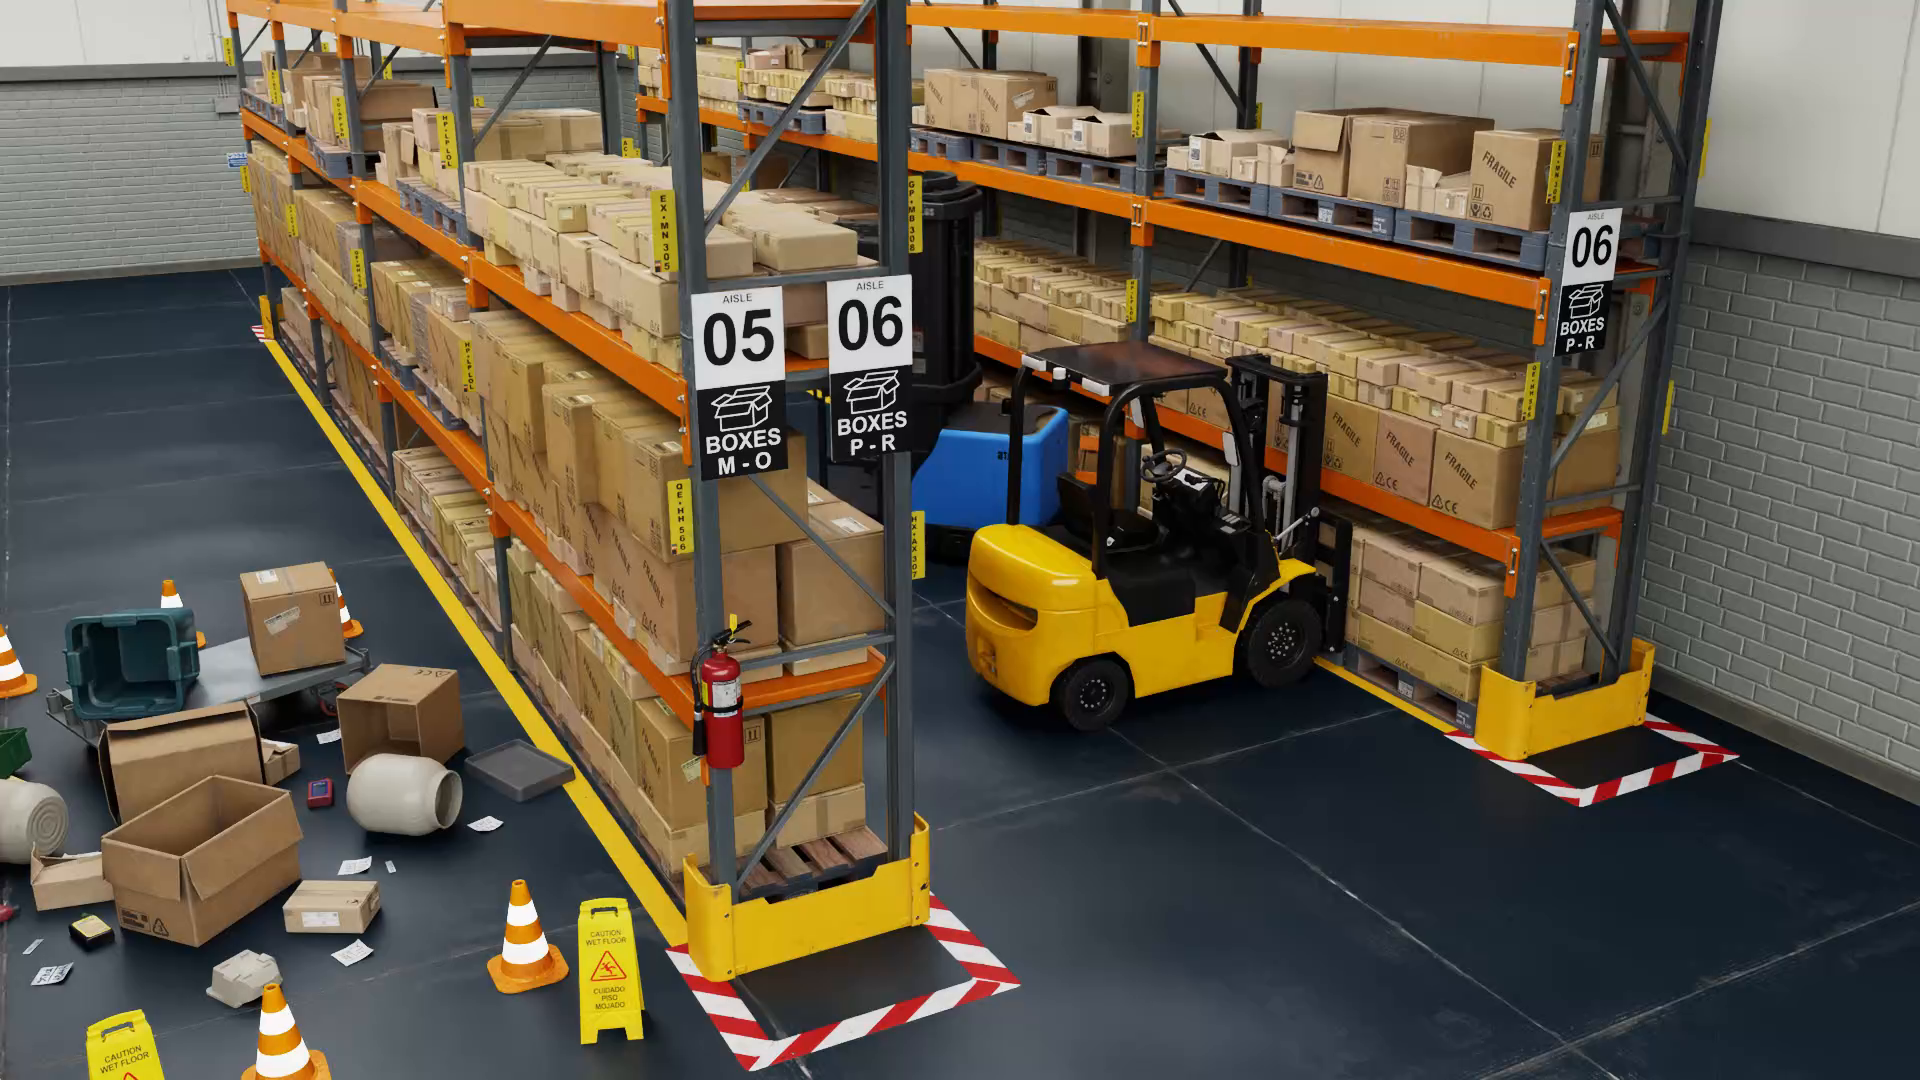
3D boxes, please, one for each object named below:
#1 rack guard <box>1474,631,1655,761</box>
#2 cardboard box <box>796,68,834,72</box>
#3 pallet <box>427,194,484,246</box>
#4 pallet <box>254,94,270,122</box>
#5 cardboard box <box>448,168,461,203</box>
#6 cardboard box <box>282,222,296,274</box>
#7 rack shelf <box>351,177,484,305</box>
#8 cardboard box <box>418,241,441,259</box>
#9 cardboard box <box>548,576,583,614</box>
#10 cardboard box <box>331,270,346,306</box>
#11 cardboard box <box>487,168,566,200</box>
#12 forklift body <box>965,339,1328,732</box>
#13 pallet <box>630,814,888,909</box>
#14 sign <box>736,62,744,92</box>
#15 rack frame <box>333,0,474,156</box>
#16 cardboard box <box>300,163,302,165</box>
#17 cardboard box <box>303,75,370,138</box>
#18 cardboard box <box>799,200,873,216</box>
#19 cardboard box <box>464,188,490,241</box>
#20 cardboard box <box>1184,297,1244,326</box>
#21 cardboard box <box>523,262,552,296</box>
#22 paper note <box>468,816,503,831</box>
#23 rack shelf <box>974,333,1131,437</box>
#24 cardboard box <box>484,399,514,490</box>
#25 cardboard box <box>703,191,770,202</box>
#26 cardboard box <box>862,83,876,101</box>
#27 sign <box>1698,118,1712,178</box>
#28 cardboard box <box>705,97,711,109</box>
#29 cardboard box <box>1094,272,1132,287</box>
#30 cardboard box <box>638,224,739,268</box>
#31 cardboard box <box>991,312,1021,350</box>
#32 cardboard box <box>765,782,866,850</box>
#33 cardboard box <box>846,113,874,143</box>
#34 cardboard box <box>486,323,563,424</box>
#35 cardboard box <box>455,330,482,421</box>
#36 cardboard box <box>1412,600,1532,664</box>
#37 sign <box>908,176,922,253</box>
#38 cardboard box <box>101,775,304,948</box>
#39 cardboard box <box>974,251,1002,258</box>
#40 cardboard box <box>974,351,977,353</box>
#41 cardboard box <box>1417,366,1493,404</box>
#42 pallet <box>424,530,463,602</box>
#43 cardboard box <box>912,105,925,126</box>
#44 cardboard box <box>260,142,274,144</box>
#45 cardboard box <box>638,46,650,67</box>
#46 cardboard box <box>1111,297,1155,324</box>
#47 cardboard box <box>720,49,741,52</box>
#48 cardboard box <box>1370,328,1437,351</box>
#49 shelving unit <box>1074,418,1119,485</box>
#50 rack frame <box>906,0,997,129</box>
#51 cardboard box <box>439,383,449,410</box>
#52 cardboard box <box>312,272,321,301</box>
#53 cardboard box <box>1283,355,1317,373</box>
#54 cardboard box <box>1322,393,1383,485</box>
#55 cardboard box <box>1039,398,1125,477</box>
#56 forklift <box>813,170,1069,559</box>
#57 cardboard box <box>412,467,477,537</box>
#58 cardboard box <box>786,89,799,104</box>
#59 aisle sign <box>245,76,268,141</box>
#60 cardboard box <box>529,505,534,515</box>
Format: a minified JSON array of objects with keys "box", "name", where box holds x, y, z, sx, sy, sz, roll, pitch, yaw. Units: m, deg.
[{"box":[3.692,0.938,10.148,1.175,0.500,0.348,-10,21,-27],"name":"rack guard"},{"box":[-1.631,-5.243,18.761,0.380,0.149,0.250,-10,21,-26],"name":"cardboard box"},{"box":[-2.785,-2.152,10.959,1.213,0.211,1.003,-10,21,-27],"name":"pallet"},{"box":[-7.339,-4.888,18.736,1.003,0.211,1.213,-10,21,-27],"name":"pallet"},{"box":[-2.990,-2.320,10.744,0.500,0.250,0.500,-10,22,-28],"name":"cardboard box"},{"box":[-7.079,-3.214,18.192,0.500,0.500,0.500,-11,22,-28],"name":"cardboard box"},{"box":[-3.535,-2.281,12.149,1.077,0.370,4.000,-10,21,-27],"name":"rack shelf"},{"box":[-4.504,-2.477,14.525,0.500,0.500,0.500,-11,22,-28],"name":"cardboard box"},{"box":[-2.160,0.291,9.616,0.380,0.149,0.250,-9,21,-24],"name":"cardboard box"},{"box":[-5.446,-2.333,15.258,0.500,0.250,0.500,-11,22,-28],"name":"cardboard box"},{"box":[-2.456,-2.017,9.443,0.380,0.149,0.250,-11,22,-28],"name":"cardboard box"},{"box":[1.175,-0.112,10.657,2.313,2.155,1.214,-10,21,-27],"name":"forklift body"},{"box":[-1.077,1.577,8.739,1.003,0.211,1.213,-10,21,-27],"name":"pallet"},{"box":[-2.491,-5.272,18.920,0.100,0.325,0.005,-10,21,-27],"name":"sign"},{"box":[-4.485,-4.614,13.206,1.000,3.000,0.127,-10,21,-27],"name":"rack frame"},{"box":[-6.950,-3.957,17.820,0.380,0.149,0.250,-10,21,-27],"name":"cardboard box"},{"box":[-5.577,-3.902,14.946,0.500,0.500,0.500,-10,21,-26],"name":"cardboard box"},{"box":[-1.366,-3.394,18.072,0.700,0.500,0.500,-10,21,-27],"name":"cardboard box"},{"box":[-2.617,-1.948,9.854,0.500,0.250,0.500,-10,22,-28],"name":"cardboard box"},{"box":[1.891,-1.698,12.350,0.380,0.149,0.250,-10,21,-26],"name":"cardboard box"},{"box":[-2.118,-1.417,8.927,0.380,0.149,0.250,-10,22,-28],"name":"cardboard box"},{"box":[-2.592,1.550,9.093,0.148,0.019,0.142,16,25,39],"name":"paper note"},{"box":[0.832,-1.633,14.869,1.077,0.370,4.000,-10,21,-27],"name":"rack shelf"},{"box":[-2.622,-0.648,10.301,0.500,0.500,0.500,-10,21,-27],"name":"cardboard box"},{"box":[-1.181,-1.670,8.436,0.380,0.149,0.250,-9,21,-25],"name":"cardboard box"},{"box":[-0.744,-4.437,16.455,0.380,0.149,0.250,-11,22,-28],"name":"cardboard box"},{"box":[4.172,-2.204,9.360,0.100,0.325,0.005,-10,21,-27],"name":"sign"},{"box":[-2.895,-5.354,20.336,0.380,0.149,0.250,-9,21,-25],"name":"cardboard box"},{"box":[1.369,-2.190,14.231,0.380,0.149,0.250,-10,21,-27],"name":"cardboard box"},{"box":[-1.195,-1.289,7.331,0.380,0.149,0.250,-10,21,-26],"name":"cardboard box"},{"box":[0.607,-1.870,14.683,0.500,0.250,0.500,-9,21,-25],"name":"cardboard box"},{"box":[-0.826,1.346,8.704,0.500,0.250,0.500,-10,21,-27],"name":"cardboard box"},{"box":[-0.815,-4.149,16.687,0.500,0.250,0.500,-10,21,-26],"name":"cardboard box"},{"box":[-2.344,-0.980,9.731,0.700,0.500,0.500,-10,21,-26],"name":"cardboard box"},{"box":[-3.007,-1.113,11.005,0.500,0.500,0.500,-10,22,-28],"name":"cardboard box"},{"box":[3.174,0.523,10.323,0.500,0.250,0.500,-10,22,-27],"name":"cardboard box"},{"box":[-0.208,-1.396,7.141,0.100,0.325,0.005,-10,21,-27],"name":"sign"},{"box":[-3.748,1.587,8.261,0.637,0.503,0.797,7,20,20],"name":"cardboard box"},{"box":[0.182,-2.545,15.261,0.380,0.149,0.250,-10,21,-26],"name":"cardboard box"},{"box":[-0.072,-1.729,17.231,0.500,0.500,0.500,-9,21,-25],"name":"cardboard box"},{"box":[3.033,-0.953,10.190,0.380,0.149,0.250,-9,21,-25],"name":"cardboard box"},{"box":[-3.540,0.115,12.975,1.003,0.211,1.213,-10,21,-27],"name":"pallet"},{"box":[-0.220,-3.954,15.453,0.380,0.166,0.250,-10,21,-27],"name":"cardboard box"},{"box":[-8.172,-4.692,19.949,0.380,0.149,0.250,-9,21,-25],"name":"cardboard box"},{"box":[-3.927,-6.402,21.994,0.500,0.250,0.500,-10,22,-27],"name":"cardboard box"},{"box":[1.424,-1.817,13.150,0.380,0.149,0.250,-9,21,-25],"name":"cardboard box"},{"box":[-2.746,-6.040,20.946,0.500,0.250,0.500,-10,21,-27],"name":"cardboard box"},{"box":[3.000,-1.323,11.264,0.380,0.149,0.250,-10,21,-26],"name":"cardboard box"},{"box":[1.051,-0.430,13.248,0.252,1.050,0.215,8,-2,20],"name":"shelving unit"},{"box":[-0.118,-5.383,15.437,1.000,3.000,0.127,-10,21,-27],"name":"rack frame"},{"box":[-3.460,-1.034,11.769,0.380,0.149,0.250,-10,21,-26],"name":"cardboard box"},{"box":[-6.160,-2.539,16.622,0.500,0.250,0.500,-11,22,-28],"name":"cardboard box"},{"box":[2.418,-1.174,11.287,0.380,0.149,0.250,-10,22,-28],"name":"cardboard box"},{"box":[2.734,-0.696,10.897,0.500,0.500,0.500,-10,22,-28],"name":"cardboard box"},{"box":[1.162,-0.847,14.485,0.875,0.625,0.625,-10,22,-27],"name":"cardboard box"},{"box":[-0.684,-1.438,13.307,3.031,2.935,1.130,6,20,16],"name":"forklift"},{"box":[-3.868,-0.360,13.460,0.950,0.372,0.625,-10,22,-28],"name":"cardboard box"},{"box":[-1.626,-4.726,17.719,0.380,0.149,0.250,-9,21,-25],"name":"cardboard box"},{"box":[-8.573,-5.279,20.345,0.394,0.787,0.004,-10,21,-27],"name":"aisle sign"},{"box":[-2.399,-0.234,10.097,0.380,0.149,0.250,-10,21,-27],"name":"cardboard box"}]
